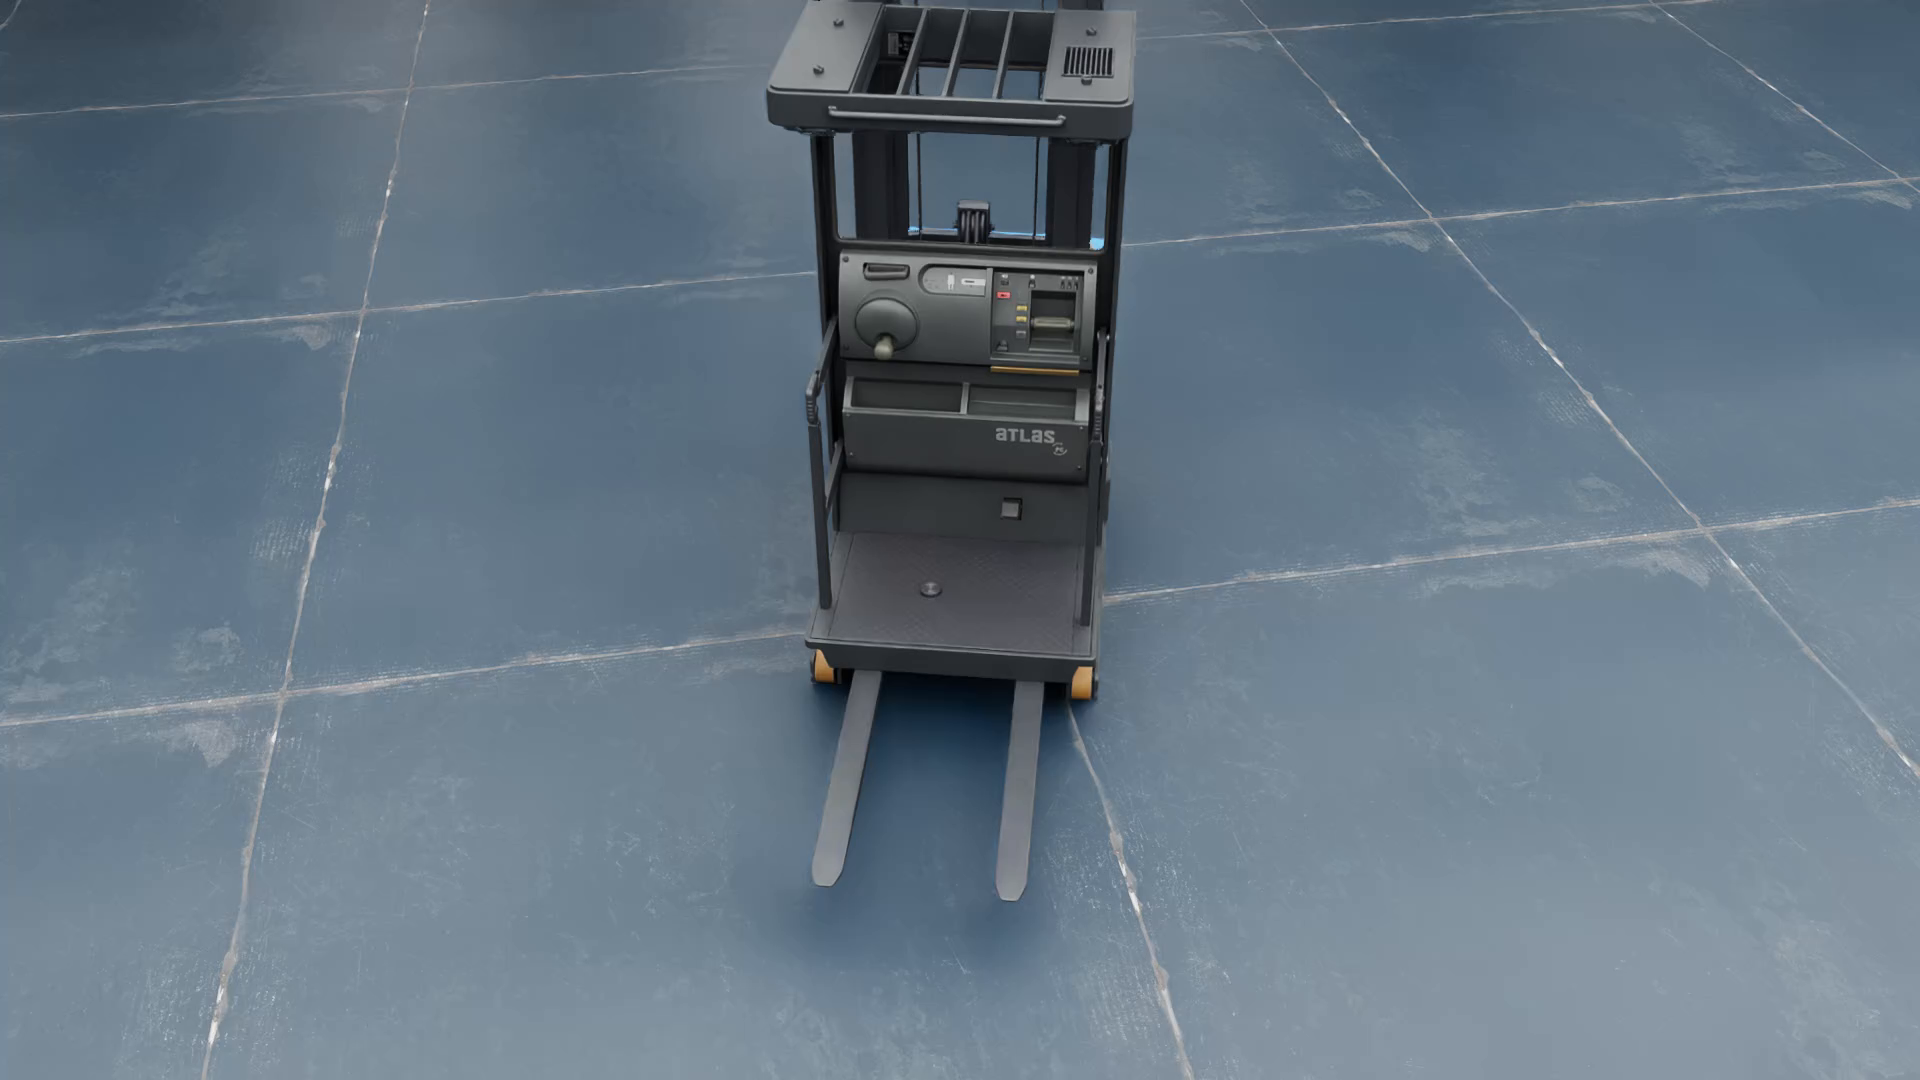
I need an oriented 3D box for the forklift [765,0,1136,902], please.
[{"bbox_3d":[0.006,-0.757,5.836,1.130,2.935,3.031,3,38,4],"label":"forklift"}]
